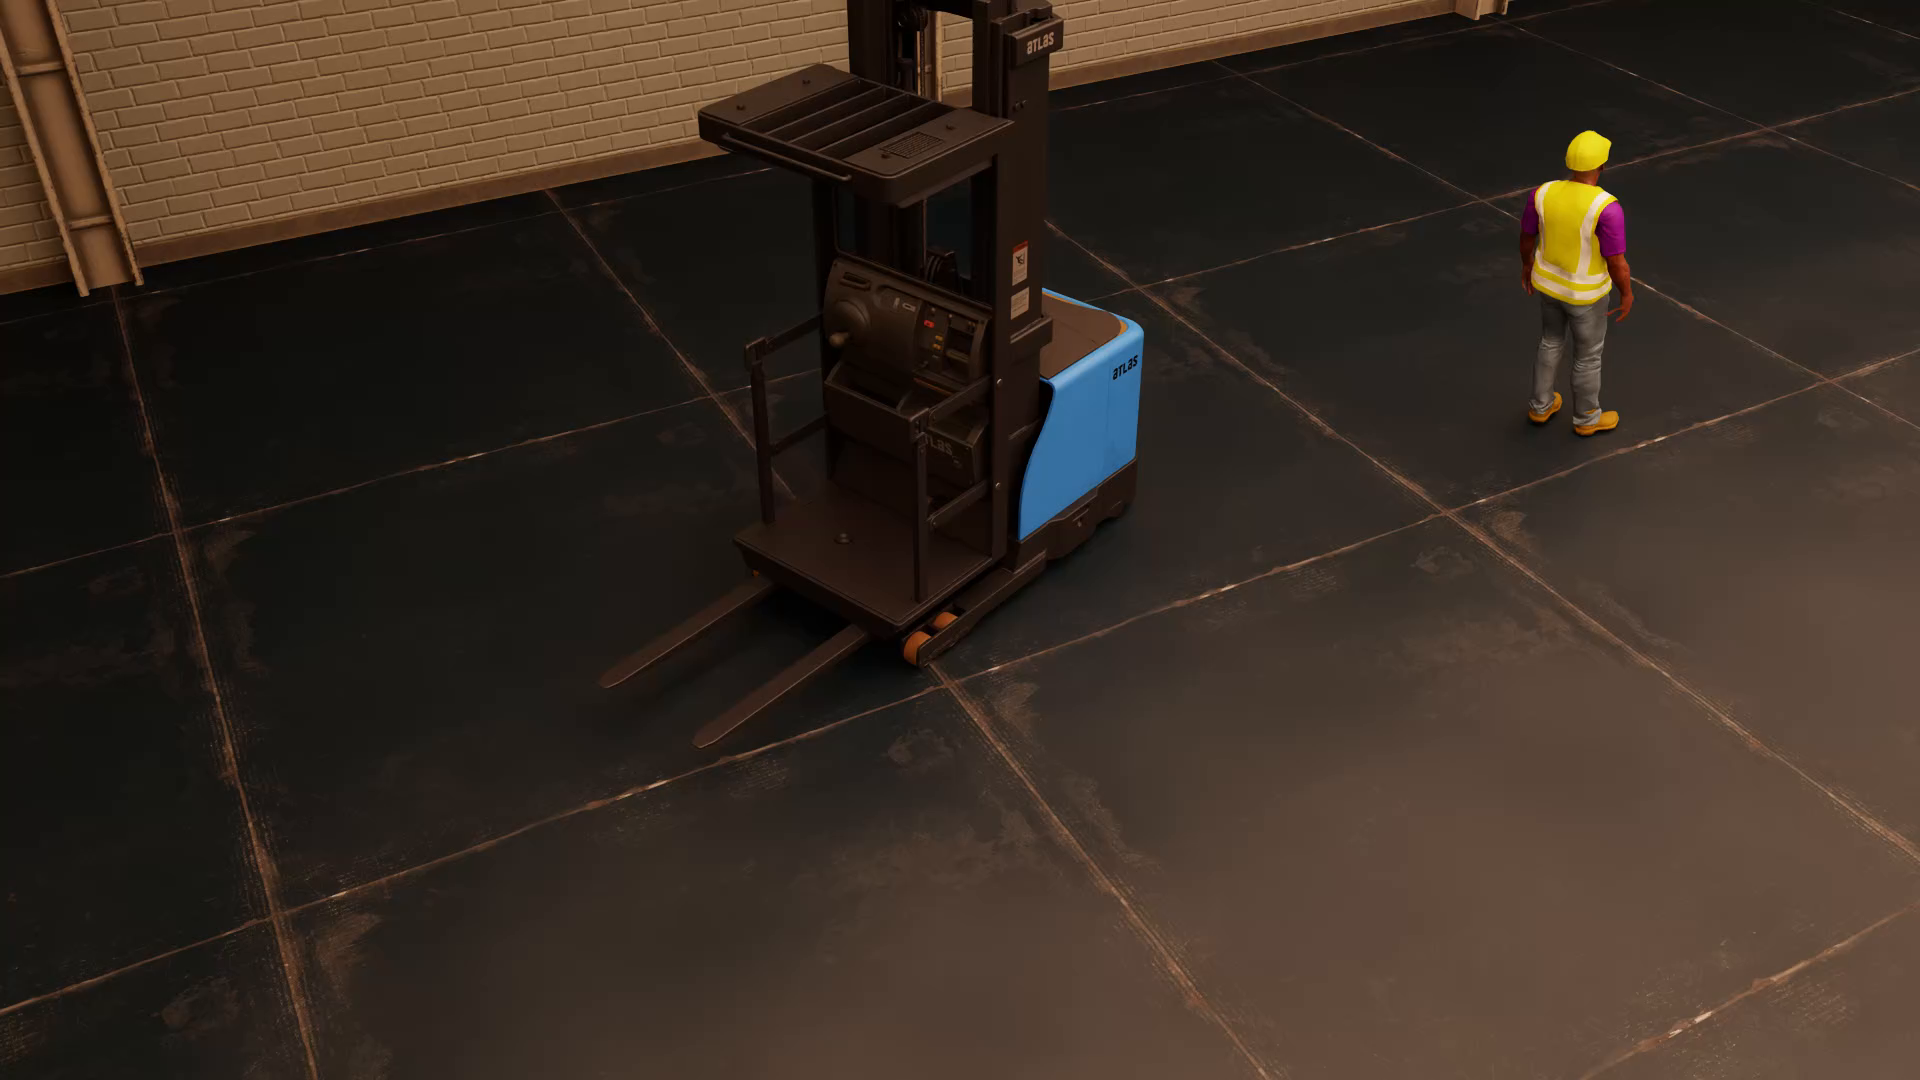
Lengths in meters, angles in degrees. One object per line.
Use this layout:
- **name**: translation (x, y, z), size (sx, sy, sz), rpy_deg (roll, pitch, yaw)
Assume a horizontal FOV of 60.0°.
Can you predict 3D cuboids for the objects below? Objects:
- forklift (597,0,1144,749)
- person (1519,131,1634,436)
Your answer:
- **forklift**: translation (-0.390, -0.927, 7.434), size (1.130, 2.935, 3.031), rpy_deg (26, 43, 31)
- **person**: translation (3.395, -1.419, 9.128), size (0.589, 1.761, 0.666), rpy_deg (-27, 43, -32)
